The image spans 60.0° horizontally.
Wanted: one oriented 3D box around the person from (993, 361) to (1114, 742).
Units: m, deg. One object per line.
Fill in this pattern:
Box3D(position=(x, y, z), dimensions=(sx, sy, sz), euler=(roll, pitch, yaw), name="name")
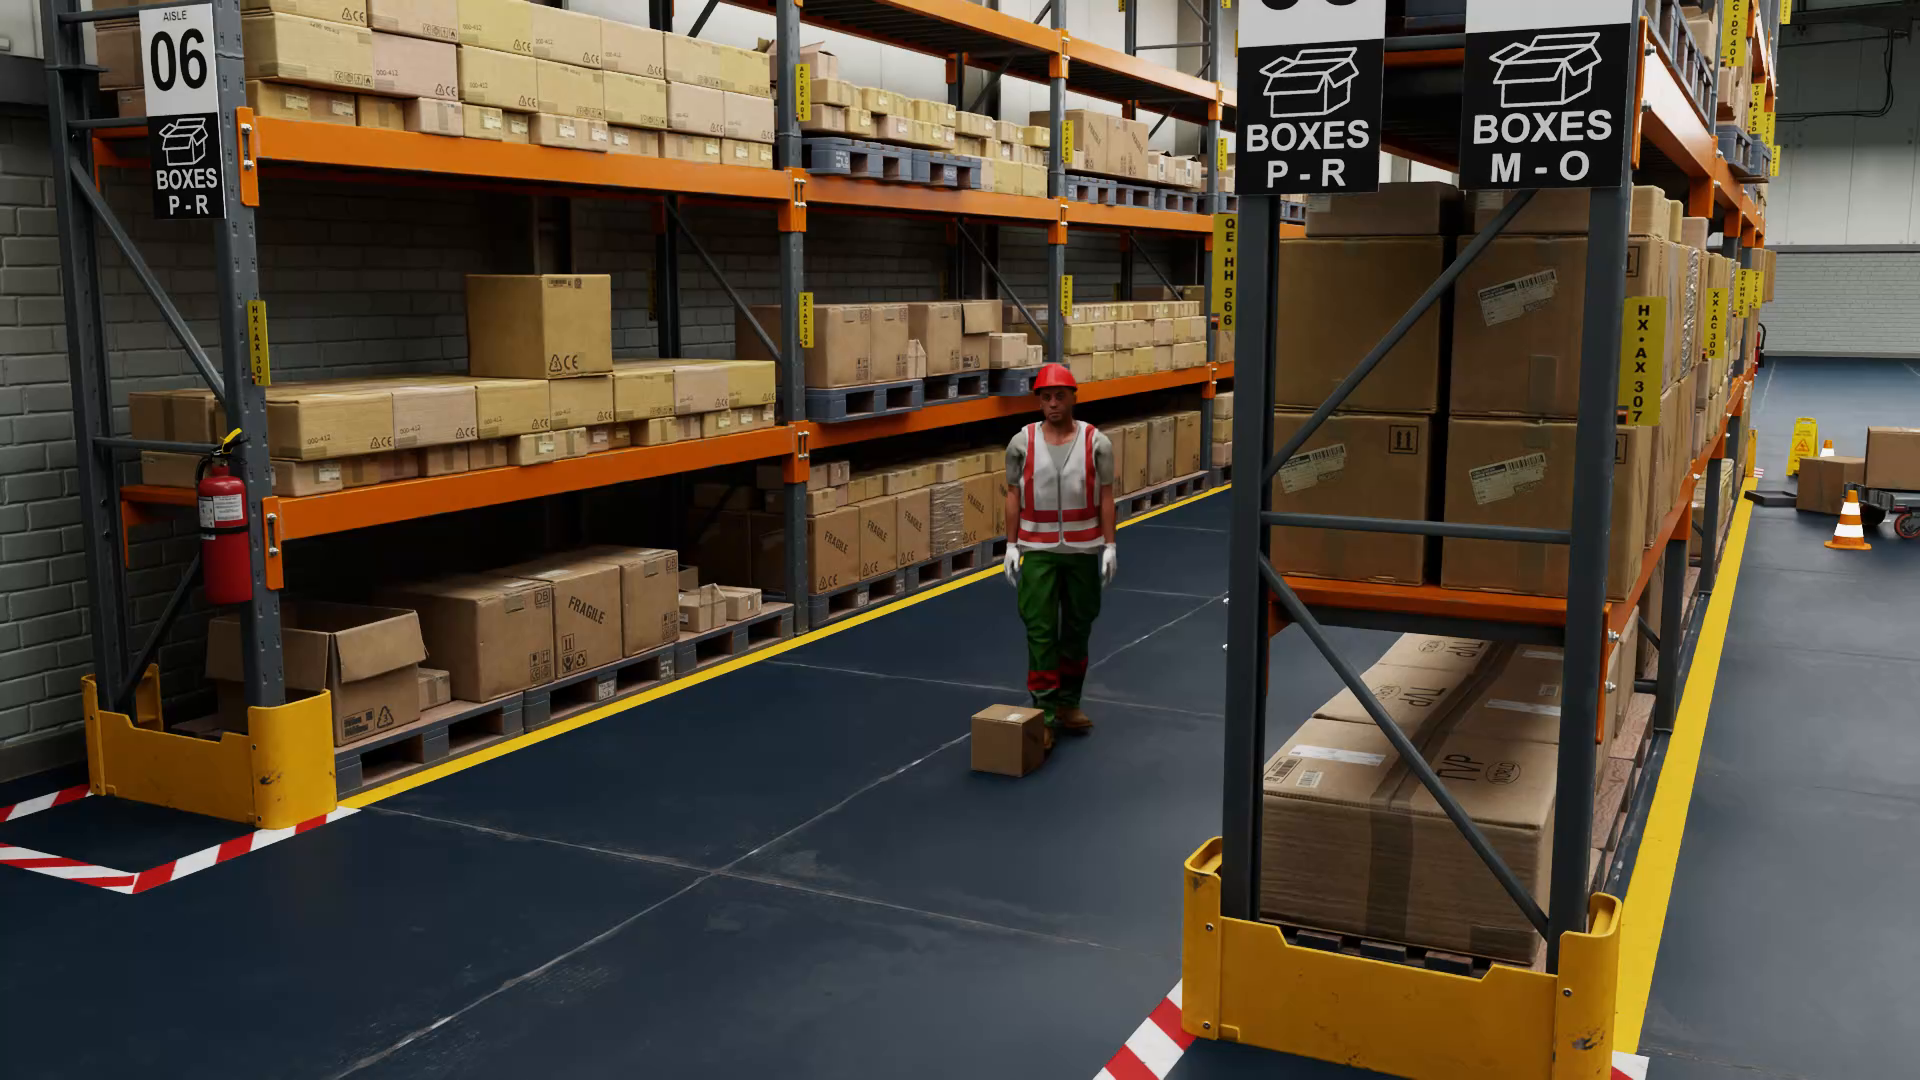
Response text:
Box3D(position=(0.434, 0.055, 7.828), dimensions=(0.577, 1.790, 0.408), euler=(3, 10, 20), name="person")
